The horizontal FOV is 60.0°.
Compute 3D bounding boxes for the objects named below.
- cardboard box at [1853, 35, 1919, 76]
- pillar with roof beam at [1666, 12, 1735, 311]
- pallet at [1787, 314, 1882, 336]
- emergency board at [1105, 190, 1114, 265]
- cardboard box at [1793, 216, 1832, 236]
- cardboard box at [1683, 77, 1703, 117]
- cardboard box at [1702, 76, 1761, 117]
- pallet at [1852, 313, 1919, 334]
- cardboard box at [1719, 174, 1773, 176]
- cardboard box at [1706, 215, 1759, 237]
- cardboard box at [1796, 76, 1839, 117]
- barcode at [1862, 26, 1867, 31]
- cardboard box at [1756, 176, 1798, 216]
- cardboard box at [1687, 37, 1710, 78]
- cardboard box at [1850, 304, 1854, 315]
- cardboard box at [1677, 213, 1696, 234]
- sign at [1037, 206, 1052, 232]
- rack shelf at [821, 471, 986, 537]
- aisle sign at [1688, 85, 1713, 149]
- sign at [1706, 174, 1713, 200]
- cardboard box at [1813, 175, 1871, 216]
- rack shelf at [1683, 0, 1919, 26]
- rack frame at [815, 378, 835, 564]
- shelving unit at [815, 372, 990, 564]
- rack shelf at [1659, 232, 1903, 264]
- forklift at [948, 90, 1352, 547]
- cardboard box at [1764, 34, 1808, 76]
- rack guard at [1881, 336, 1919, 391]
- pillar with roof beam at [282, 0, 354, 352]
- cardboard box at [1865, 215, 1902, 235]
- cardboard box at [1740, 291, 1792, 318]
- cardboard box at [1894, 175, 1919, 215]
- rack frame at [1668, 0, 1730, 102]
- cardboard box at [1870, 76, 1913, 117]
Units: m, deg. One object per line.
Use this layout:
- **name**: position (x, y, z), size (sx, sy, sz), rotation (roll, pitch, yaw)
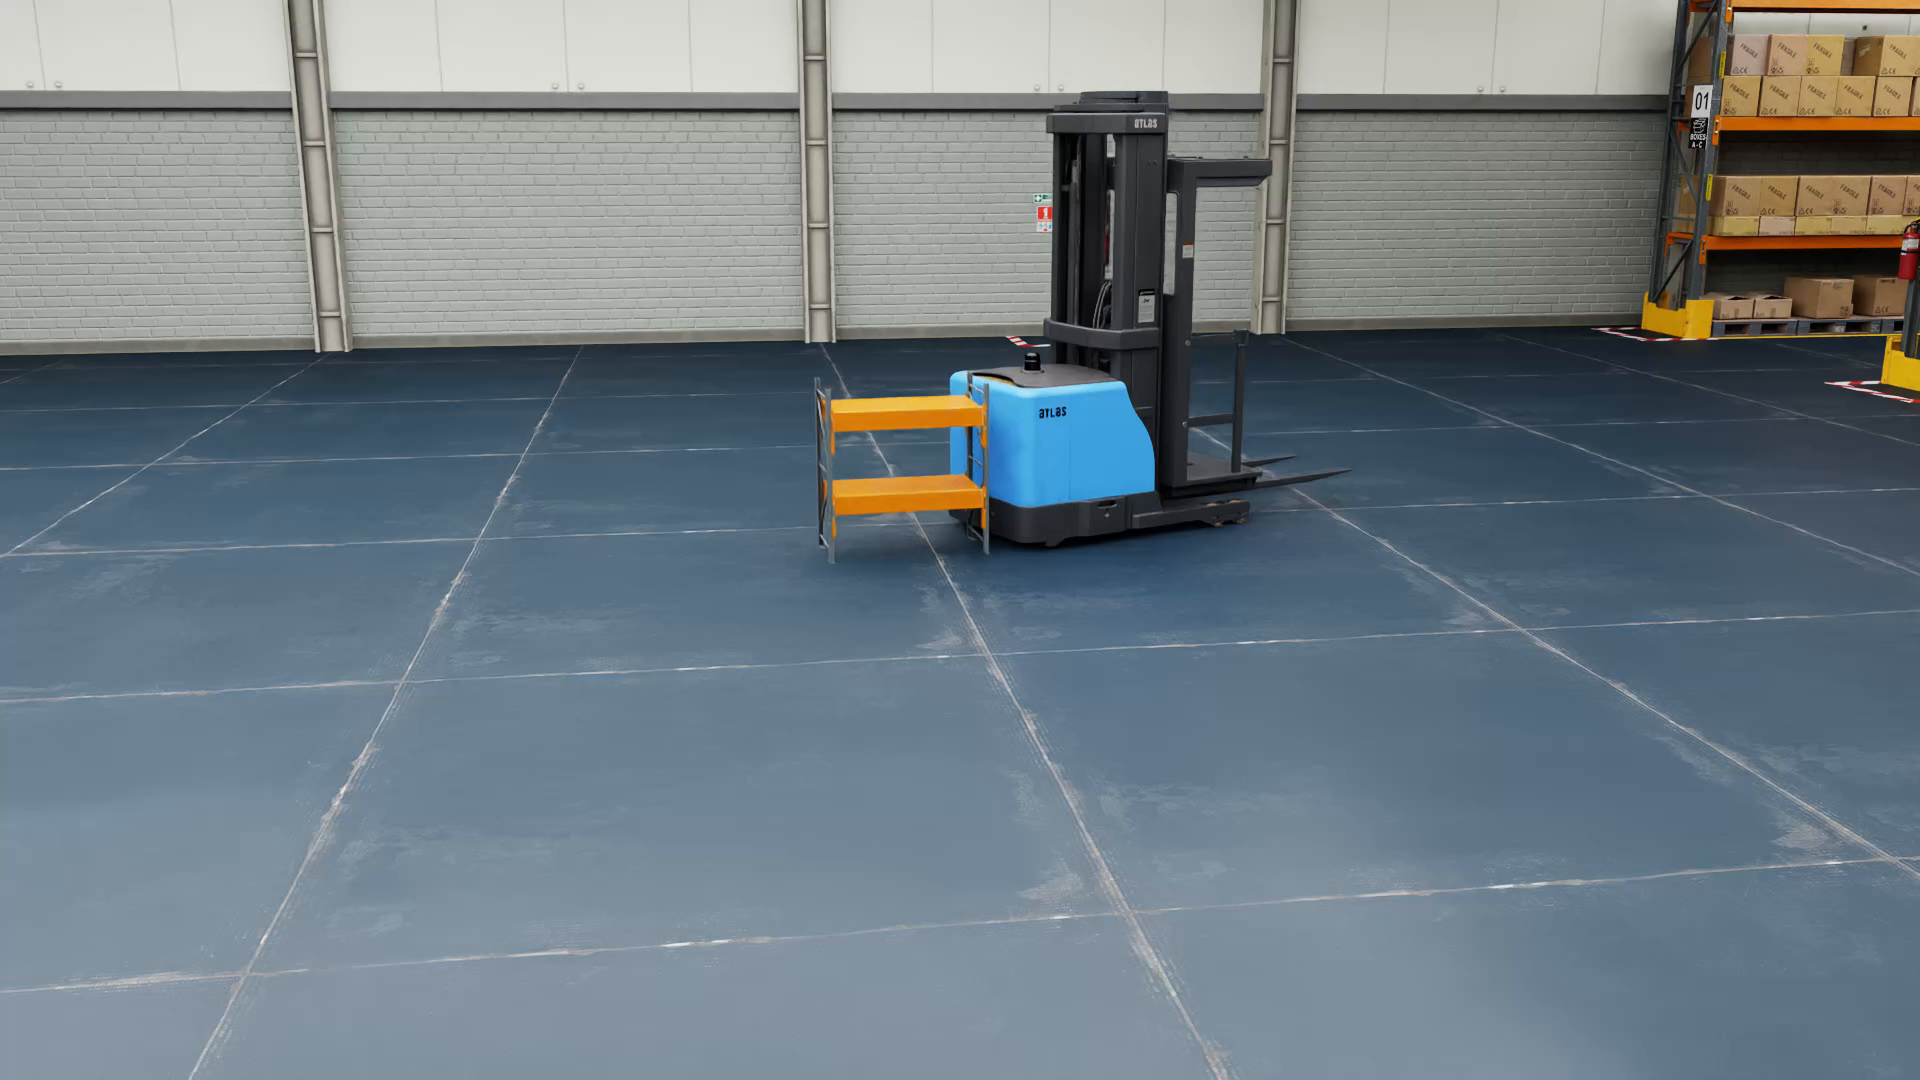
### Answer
- **cardboard box**: position (11.942, -6.238, 21.459), size (0.500, 0.500, 0.500), rotation (-3, 14, -10)
- **pillar with roof beam**: position (10.701, -6.330, 17.961), size (0.400, 9.000, 9.100), rotation (-2, 14, -8)
- **pallet**: position (11.584, -2.936, 22.496), size (1.213, 0.211, 1.003), rotation (-2, 14, -8)
- **emergency board**: position (1.678, -4.157, 21.633), size (0.643, 1.169, 0.194), rotation (-2, 14, -8)
- **cardboard box**: position (11.042, -4.139, 21.828), size (0.500, 0.250, 0.500), rotation (-2, 14, -9)
- **cardboard box**: position (9.872, -5.811, 21.813), size (0.500, 0.500, 0.500), rotation (-1, 14, -4)
- **cardboard box**: position (9.865, -5.687, 21.318), size (0.500, 0.500, 0.500), rotation (-2, 14, -7)
- **pallet**: position (12.793, -2.981, 22.676), size (1.213, 0.211, 1.003), rotation (-2, 14, -8)
- **cardboard box**: position (10.430, -4.606, 22.149), size (0.500, 0.500, 0.500), rotation (-2, 14, -8)
- **cardboard box**: position (10.027, -4.100, 21.671), size (0.500, 0.250, 0.500), rotation (-3, 14, -10)
- **cardboard box**: position (10.914, -5.718, 21.441), size (0.500, 0.500, 0.500), rotation (-1, 14, -6)
- **barcode**: position (12.014, -6.796, 22.083), size (0.075, 0.075, 0.001), rotation (-2, 14, -8)
- **cardboard box**: position (10.504, -4.483, 21.656), size (0.500, 0.500, 0.500), rotation (-2, 14, -8)
- **cardboard box**: position (9.884, -6.298, 21.701), size (0.500, 0.500, 0.500), rotation (-1, 14, -6)
- **cardboard box**: position (11.868, -3.144, 22.549), size (0.250, 0.149, 0.380), rotation (-3, 14, -13)
- **cardboard box**: position (9.930, -4.222, 22.159), size (0.500, 0.250, 0.500), rotation (-2, 14, -7)
- **sign**: position (1.116, -4.179, 21.647), size (0.234, 0.329, 0.001), rotation (-2, 14, -8)
- **rack shelf**: position (-0.378, -0.240, 10.873), size (1.000, 0.278, 0.538), rotation (-3, 14, -13)
- **aisle sign**: position (9.470, -5.408, 21.275), size (0.004, 0.787, 0.394), rotation (-2, 14, -8)
- **sign**: position (9.578, -4.511, 21.264), size (0.005, 0.325, 0.100), rotation (-2, 14, -8)
- **cardboard box**: position (11.524, -4.522, 21.811), size (0.500, 0.500, 0.500), rotation (-2, 14, -7)
- **rack shelf**: position (11.474, -6.854, 21.536), size (4.000, 0.370, 1.077), rotation (-2, 14, -8)
- **rack frame**: position (-0.873, -0.449, 10.701), size (0.032, 1.125, 0.500), rotation (-3, 14, -13)
- **shelving unit**: position (-0.378, -0.478, 10.814), size (1.048, 1.125, 0.538), rotation (-3, 14, -13)
- **rack shelf**: position (11.474, -3.945, 22.266), size (4.000, 0.370, 1.077), rotation (-2, 14, -8)
- **forklift**: position (1.451, -1.616, 11.639), size (3.031, 2.935, 1.130), rotation (-8, 16, -29)
- **cardboard box**: position (10.417, -6.181, 21.235), size (0.500, 0.500, 0.500), rotation (-2, 14, -9)
- **rack guard**: position (10.215, -1.817, 17.439), size (0.348, 0.500, 1.175), rotation (-2, 14, -8)
- **pillar with roof beam**: position (-7.098, -5.677, 15.360), size (0.400, 9.000, 9.100), rotation (-2, 14, -8)
- **cardboard box**: position (12.040, -4.176, 21.972), size (0.500, 0.250, 0.500), rotation (-2, 14, -9)
- **cardboard box**: position (10.758, -3.155, 22.259), size (0.500, 0.311, 0.500), rotation (-1, 14, -4)
- **cardboard box**: position (12.538, -4.556, 21.949), size (0.500, 0.500, 0.500), rotation (-2, 14, -9)
- **rack frame**: position (9.497, -7.132, 21.160), size (0.127, 3.000, 1.000), rotation (-2, 14, -8)
- **cardboard box**: position (11.945, -5.758, 21.600), size (0.500, 0.500, 0.500), rotation (-3, 14, -11)
